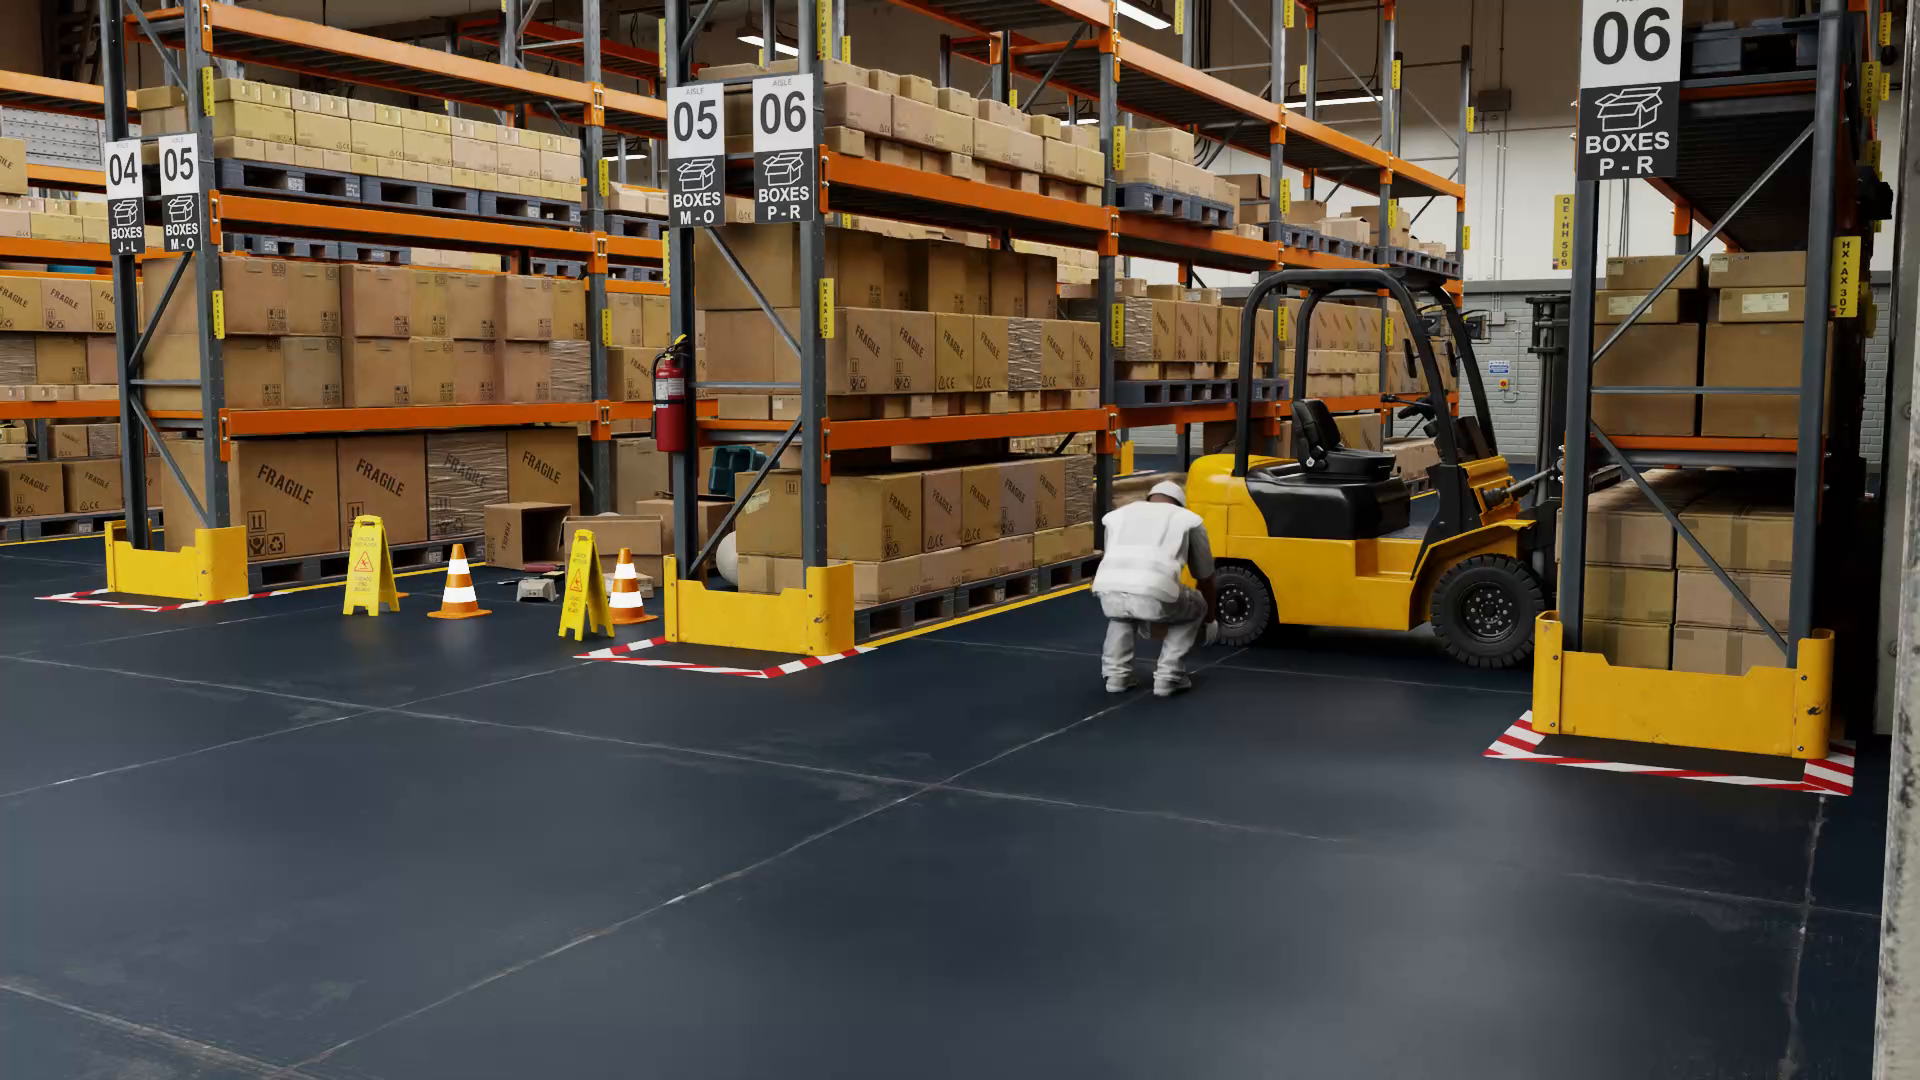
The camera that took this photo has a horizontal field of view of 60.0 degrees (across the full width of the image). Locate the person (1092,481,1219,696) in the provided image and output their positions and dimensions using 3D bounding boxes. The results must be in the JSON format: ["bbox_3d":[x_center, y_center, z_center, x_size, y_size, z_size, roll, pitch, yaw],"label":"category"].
[{"bbox_3d":[0.951,0.234,8.386,0.571,1.026,0.901,3,7,28],"label":"person"}]
